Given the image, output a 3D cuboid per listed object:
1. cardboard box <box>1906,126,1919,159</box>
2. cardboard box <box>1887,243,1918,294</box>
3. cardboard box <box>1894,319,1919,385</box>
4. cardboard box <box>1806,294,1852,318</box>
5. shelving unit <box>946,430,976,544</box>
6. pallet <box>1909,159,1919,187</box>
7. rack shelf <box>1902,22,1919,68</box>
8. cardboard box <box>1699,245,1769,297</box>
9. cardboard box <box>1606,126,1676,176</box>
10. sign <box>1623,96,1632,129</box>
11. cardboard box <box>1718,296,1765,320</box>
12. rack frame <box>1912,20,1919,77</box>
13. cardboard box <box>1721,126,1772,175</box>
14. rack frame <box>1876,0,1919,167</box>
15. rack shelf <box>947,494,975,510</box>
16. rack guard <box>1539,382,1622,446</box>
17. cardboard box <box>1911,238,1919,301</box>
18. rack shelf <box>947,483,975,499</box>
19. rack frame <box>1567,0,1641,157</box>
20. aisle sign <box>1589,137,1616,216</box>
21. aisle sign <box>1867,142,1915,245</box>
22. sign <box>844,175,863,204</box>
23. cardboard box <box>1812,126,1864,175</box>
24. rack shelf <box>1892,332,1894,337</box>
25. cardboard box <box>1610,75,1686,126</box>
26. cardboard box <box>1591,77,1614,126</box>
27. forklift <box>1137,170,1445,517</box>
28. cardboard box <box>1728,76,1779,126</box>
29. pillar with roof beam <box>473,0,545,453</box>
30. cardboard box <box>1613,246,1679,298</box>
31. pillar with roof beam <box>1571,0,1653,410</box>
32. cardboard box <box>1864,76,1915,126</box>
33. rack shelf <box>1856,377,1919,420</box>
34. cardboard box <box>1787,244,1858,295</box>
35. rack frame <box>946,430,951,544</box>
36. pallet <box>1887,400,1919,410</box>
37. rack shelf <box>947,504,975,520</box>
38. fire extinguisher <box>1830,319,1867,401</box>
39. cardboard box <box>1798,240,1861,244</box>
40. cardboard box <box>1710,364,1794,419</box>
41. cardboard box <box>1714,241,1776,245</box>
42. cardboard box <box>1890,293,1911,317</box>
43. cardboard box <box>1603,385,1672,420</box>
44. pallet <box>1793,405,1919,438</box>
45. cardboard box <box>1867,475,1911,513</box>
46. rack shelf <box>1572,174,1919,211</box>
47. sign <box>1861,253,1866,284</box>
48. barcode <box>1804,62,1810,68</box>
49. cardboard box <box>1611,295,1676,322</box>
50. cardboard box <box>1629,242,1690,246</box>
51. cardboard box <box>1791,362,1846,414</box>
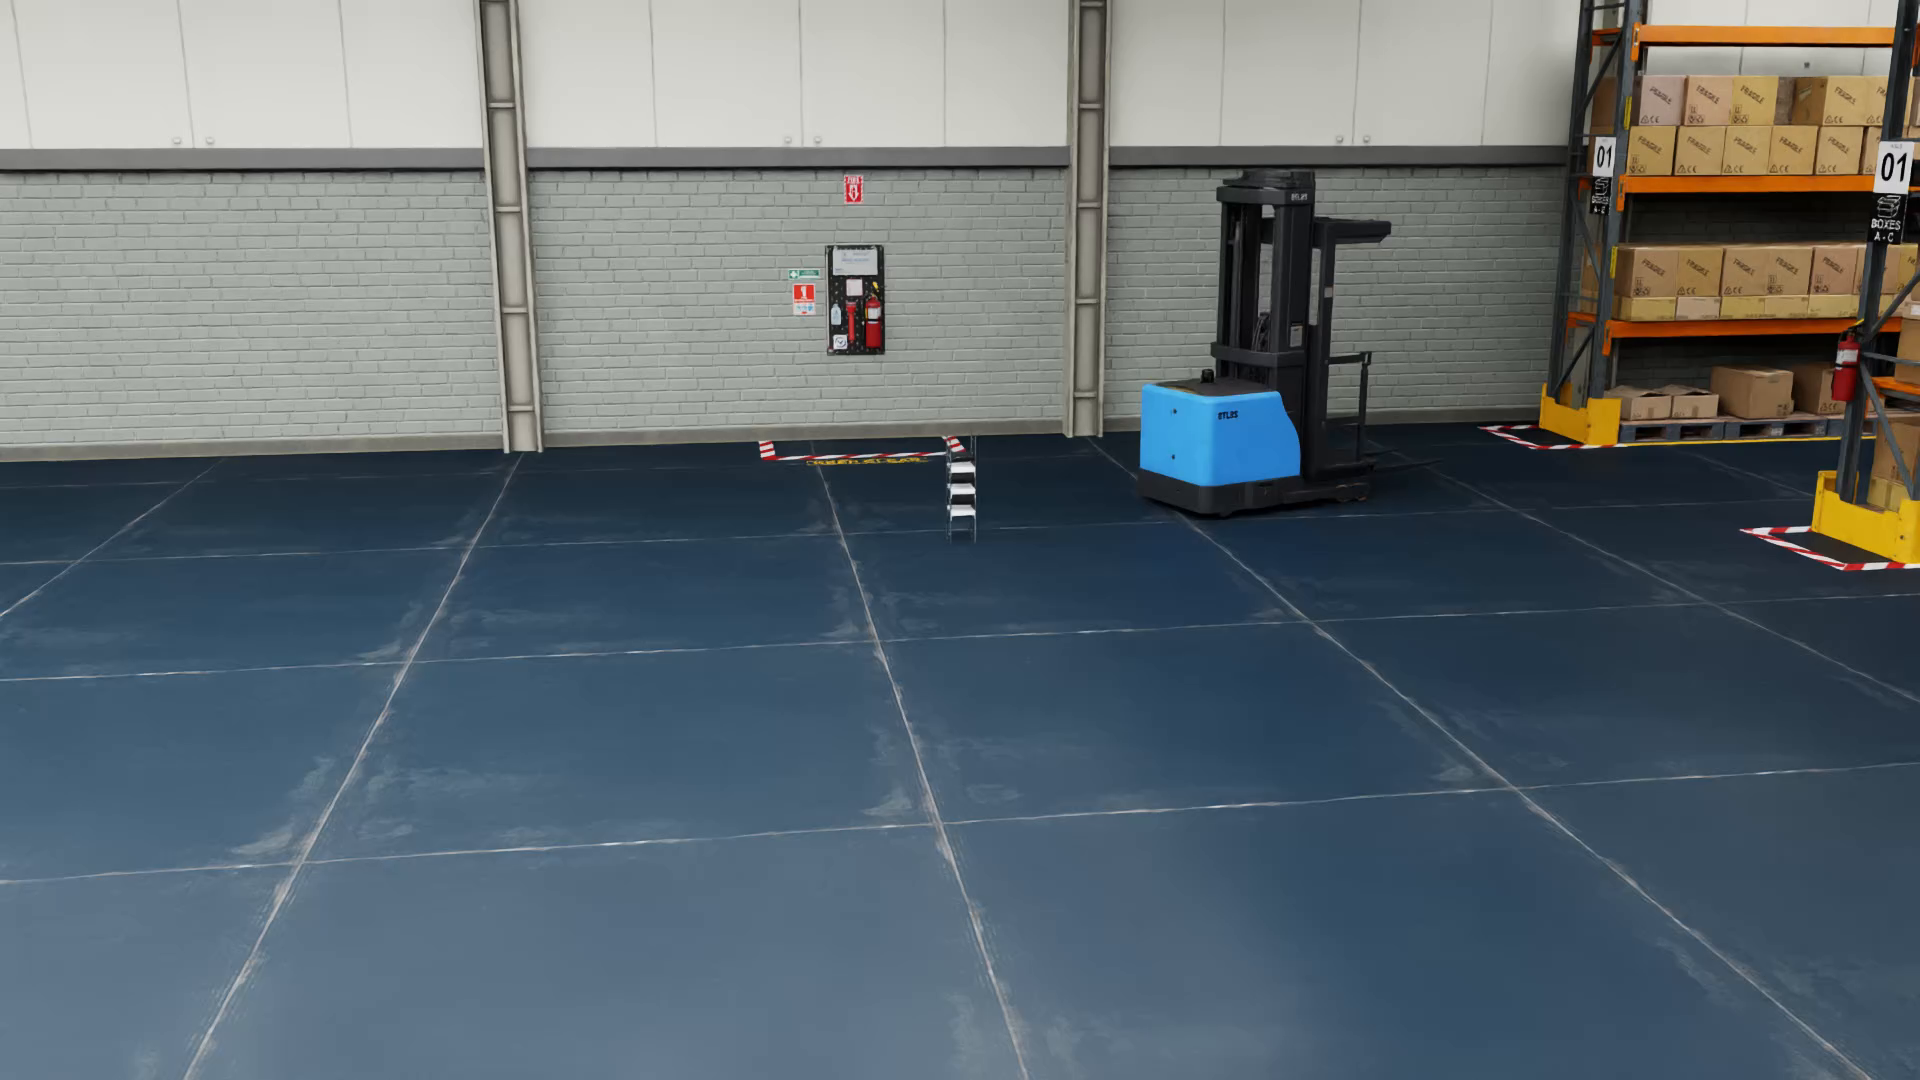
[{"bbox_3d":[10.213,-4.185,17.831,0.500,0.500,0.500,-2,14,-7],"label":"cardboard box"},{"bbox_3d":[10.256,-2.959,18.080,0.500,0.500,0.500,-2,14,-8],"label":"cardboard box"},{"bbox_3d":[7.928,-1.476,13.235,0.500,0.500,0.700,-2,14,-8],"label":"cardboard box"},{"bbox_3d":[9.266,-2.559,18.026,0.500,0.250,0.500,-2,14,-9],"label":"cardboard box"},{"bbox_3d":[0.008,-0.437,13.614,0.210,0.900,0.258,-2,14,-8],"label":"shelving unit"},{"bbox_3d":[8.167,-2.845,12.915,1.213,0.211,1.003,-2,14,-8],"label":"pallet"},{"bbox_3d":[9.442,-3.853,12.887,4.000,0.370,1.077,-2,14,-8],"label":"rack shelf"},{"bbox_3d":[8.241,-2.883,17.778,0.500,0.500,0.500,-3,14,-10],"label":"cardboard box"},{"bbox_3d":[7.090,-4.070,17.372,0.500,0.500,0.500,-2,14,-7],"label":"cardboard box"},{"bbox_3d":[6.803,-4.353,16.951,0.005,0.325,0.100,-2,14,-8],"label":"sign"},{"bbox_3d":[8.268,-2.523,17.881,0.500,0.250,0.500,-2,14,-9],"label":"cardboard box"},{"bbox_3d":[10.678,-5.660,17.791,0.127,3.000,1.000,-2,14,-8],"label":"rack frame"},{"bbox_3d":[8.139,-4.101,17.494,0.500,0.500,0.500,-1,14,-6],"label":"cardboard box"},{"bbox_3d":[7.464,-4.323,12.462,0.127,3.000,1.000,-2,14,-8],"label":"rack frame"},{"bbox_3d":[0.008,-0.317,13.644,0.200,0.077,0.258,-2,14,-8],"label":"rack shelf"},{"bbox_3d":[6.797,-1.395,18.258,0.348,0.500,1.175,-2,14,-8],"label":"rack guard"},{"bbox_3d":[7.980,-2.107,13.085,0.500,0.500,0.700,-2,14,-8],"label":"cardboard box"},{"bbox_3d":[0.008,-0.404,13.622,0.200,0.077,0.258,-2,14,-8],"label":"rack shelf"},{"bbox_3d":[6.722,-5.515,17.213,0.127,3.000,1.000,-2,14,-8],"label":"rack frame"},{"bbox_3d":[6.696,-3.791,17.328,0.004,0.787,0.394,-2,14,-8],"label":"aisle sign"},{"bbox_3d":[7.355,-2.743,13.148,0.004,0.787,0.394,-2,14,-8],"label":"aisle sign"},{"bbox_3d":[-1.120,-3.689,17.498,0.199,0.298,0.001,-2,14,-8],"label":"sign"},{"bbox_3d":[9.171,-4.141,17.654,0.500,0.500,0.500,-3,14,-11],"label":"cardboard box"},{"bbox_3d":[12.655,-2.473,18.897,4.000,0.370,1.077,-2,14,-8],"label":"rack shelf"},{"bbox_3d":[7.139,-4.559,17.264,0.500,0.500,0.500,-3,14,-12],"label":"cardboard box"},{"bbox_3d":[7.110,-4.682,17.755,0.500,0.500,0.500,-1,14,-6],"label":"cardboard box"},{"bbox_3d":[3.150,-1.861,15.116,3.031,2.935,1.130,-8,16,-29],"label":"forklift"},{"bbox_3d":[8.148,-4.586,17.373,0.500,0.500,0.500,-2,14,-7],"label":"cardboard box"},{"bbox_3d":[-3.939,-4.278,12.281,0.400,9.000,9.100,-2,14,-8],"label":"pillar with roof beam"},{"bbox_3d":[7.239,-2.851,17.648,0.500,0.500,0.500,-2,14,-8],"label":"cardboard box"},{"bbox_3d":[7.927,-4.713,14.015,0.400,9.000,9.100,-2,14,-8],"label":"pillar with roof beam"},{"bbox_3d":[9.679,-4.642,17.597,0.500,0.500,0.500,-1,14,-5],"label":"cardboard box"},{"bbox_3d":[9.442,-1.137,13.568,4.000,0.370,1.077,-2,14,-8],"label":"rack shelf"},{"bbox_3d":[9.264,-2.924,17.940,0.500,0.500,0.500,-3,14,-10],"label":"cardboard box"},{"bbox_3d":[-0.093,-0.433,13.599,0.006,0.900,0.240,-2,14,-8],"label":"rack frame"},{"bbox_3d":[11.447,-1.426,18.974,1.213,0.211,1.003,-2,14,-8],"label":"pallet"},{"bbox_3d":[0.008,-0.230,13.665,0.200,0.077,0.258,-2,14,-8],"label":"rack shelf"},{"bbox_3d":[7.278,-1.483,13.630,0.183,0.674,0.296,-2,14,-8],"label":"fire extinguisher"},{"bbox_3d":[9.670,-3.066,18.506,0.500,0.500,0.500,-2,14,-9],"label":"cardboard box"},{"bbox_3d":[8.716,-1.645,18.347,0.500,0.500,0.700,-3,14,-12],"label":"cardboard box"},{"bbox_3d":[8.664,-3.028,18.354,0.500,0.500,0.500,-2,14,-8],"label":"cardboard box"},{"bbox_3d":[10.254,-2.597,18.177,0.500,0.250,0.500,-2,14,-8],"label":"cardboard box"},{"bbox_3d":[7.420,-1.518,18.230,0.500,0.311,0.500,-4,15,-15],"label":"cardboard box"},{"bbox_3d":[10.019,-1.365,18.729,1.213,0.211,1.003,-2,14,-8],"label":"pallet"},{"bbox_3d":[7.950,-0.374,13.836,0.500,0.250,0.500,-2,14,-8],"label":"cardboard box"},{"bbox_3d":[8.700,-3.783,17.954,4.000,0.370,1.077,-2,14,-8],"label":"rack shelf"},{"bbox_3d":[7.397,-2.221,13.545,0.005,0.325,0.100,-2,14,-8],"label":"sign"},{"bbox_3d":[9.239,-5.179,18.136,0.075,0.075,0.001,-2,14,-8],"label":"barcode"},{"bbox_3d":[7.252,-2.483,17.724,0.500,0.250,0.500,-3,14,-10],"label":"cardboard box"},{"bbox_3d":[7.656,-2.990,18.202,0.500,0.500,0.500,-2,14,-8],"label":"cardboard box"},{"bbox_3d":[9.657,-1.704,18.583,0.500,0.500,0.500,-3,14,-13],"label":"cardboard box"}]
